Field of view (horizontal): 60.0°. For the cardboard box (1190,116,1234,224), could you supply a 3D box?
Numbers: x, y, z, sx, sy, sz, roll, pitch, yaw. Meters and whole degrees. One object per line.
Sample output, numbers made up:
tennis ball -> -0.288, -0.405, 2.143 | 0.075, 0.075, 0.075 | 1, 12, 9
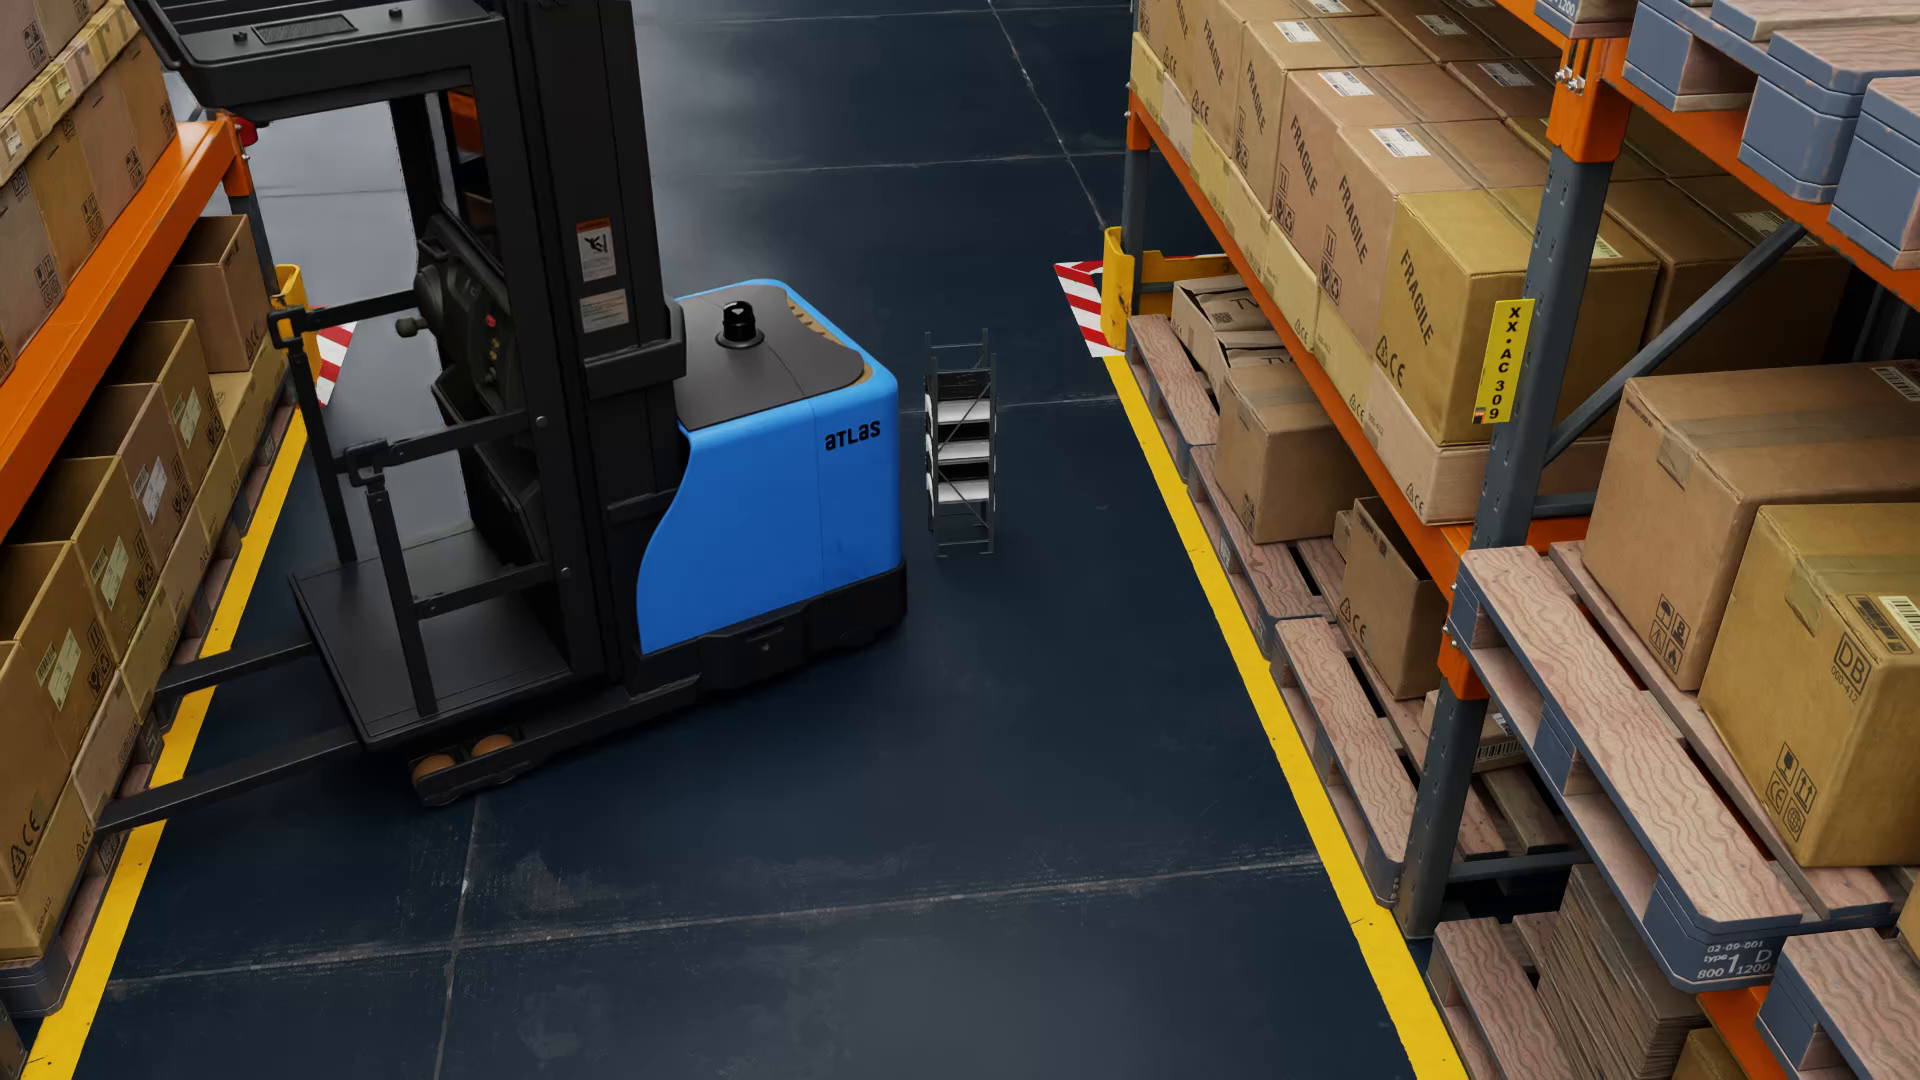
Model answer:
cardboard box -> 1.183, -1.416, 6.279 | 0.500, 0.250, 0.500 | -5, 35, -7

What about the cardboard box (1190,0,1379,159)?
cardboard box -> 1.172, -1.741, 6.090 | 0.500, 0.500, 0.500 | -5, 35, -8

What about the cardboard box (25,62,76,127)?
cardboard box -> -3.244, -1.497, 5.618 | 0.380, 0.149, 0.250 | -3, 34, -5

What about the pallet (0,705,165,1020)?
pallet -> -3.150, 0.976, 5.131 | 1.003, 0.211, 1.213 | -4, 35, -6

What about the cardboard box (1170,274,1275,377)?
cardboard box -> 1.290, -1.017, 7.575 | 0.500, 0.311, 0.500 | -8, 35, -12

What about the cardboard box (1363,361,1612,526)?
cardboard box -> 1.460, -0.295, 4.634 | 0.500, 0.250, 0.500 | -4, 35, -6

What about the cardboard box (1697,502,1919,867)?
cardboard box -> 1.927, 0.269, 3.212 | 0.700, 0.500, 0.500 | -1, 34, -1

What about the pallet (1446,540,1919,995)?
pallet -> 1.782, 0.410, 3.655 | 1.003, 0.211, 1.213 | -4, 35, -6

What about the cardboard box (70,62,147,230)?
cardboard box -> -3.497, -1.449, 6.124 | 0.700, 0.500, 0.500 | -4, 34, -5

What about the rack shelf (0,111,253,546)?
rack shelf -> -3.353, -0.548, 5.530 | 1.077, 0.370, 4.000 | -4, 35, -6

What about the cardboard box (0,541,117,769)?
cardboard box -> -2.911, 0.362, 4.958 | 0.500, 0.500, 0.500 | -4, 35, -6

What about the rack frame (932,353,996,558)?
rack frame -> 0.015, -0.311, 6.407 | 0.240, 0.900, 0.006 | -4, 35, -6

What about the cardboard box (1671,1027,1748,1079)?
cardboard box -> 2.059, 1.438, 3.805 | 0.700, 0.500, 0.500 | -5, 35, -7

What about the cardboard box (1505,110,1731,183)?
cardboard box -> 1.902, -0.930, 4.901 | 0.500, 0.500, 0.500 | -5, 35, -7

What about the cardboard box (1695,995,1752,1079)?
cardboard box -> 2.002, 1.089, 3.651 | 0.500, 0.250, 0.500 | -5, 35, -7

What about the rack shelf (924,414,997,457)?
rack shelf -> 0.001, -0.414, 6.458 | 0.258, 0.077, 0.200 | -4, 35, -6

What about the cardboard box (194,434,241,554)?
cardboard box -> -3.109, -0.165, 6.398 | 0.500, 0.250, 0.500 | -4, 35, -6

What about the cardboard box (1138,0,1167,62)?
cardboard box -> 1.052, -2.306, 6.920 | 0.500, 0.500, 0.500 | -4, 35, -6

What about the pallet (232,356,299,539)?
pallet -> -3.478, -0.386, 7.129 | 1.003, 0.211, 1.213 | -4, 35, -6

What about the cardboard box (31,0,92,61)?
cardboard box -> -3.489, -1.955, 5.715 | 0.700, 0.500, 0.500 | -5, 35, -8

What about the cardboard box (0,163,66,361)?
cardboard box -> -3.361, -0.878, 5.286 | 0.700, 0.500, 0.500 | -3, 34, -5

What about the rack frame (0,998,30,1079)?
rack frame -> -3.084, 0.270, 3.690 | 1.000, 3.000, 0.127 | -4, 35, -6

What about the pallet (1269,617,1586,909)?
pallet -> 1.698, 0.673, 5.575 | 1.003, 0.211, 1.213 | -4, 35, -6

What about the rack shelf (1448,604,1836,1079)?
rack shelf -> 2.093, 1.306, 2.808 | 1.077, 0.370, 4.000 | -4, 35, -6

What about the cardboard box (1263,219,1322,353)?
cardboard box -> 1.318, -0.853, 5.453 | 0.500, 0.250, 0.500 | -5, 35, -7

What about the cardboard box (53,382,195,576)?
cardboard box -> -3.040, -0.196, 5.777 | 0.500, 0.500, 0.500 | -4, 35, -6

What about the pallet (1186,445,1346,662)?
pallet -> 1.531, -0.009, 6.576 | 1.003, 0.211, 1.213 | -4, 35, -6

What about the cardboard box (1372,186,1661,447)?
cardboard box -> 1.454, -0.603, 4.421 | 0.500, 0.500, 0.500 | -4, 35, -6

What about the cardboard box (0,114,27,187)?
cardboard box -> -3.171, -1.207, 5.193 | 0.380, 0.149, 0.250 | -5, 35, -7

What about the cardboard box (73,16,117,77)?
cardboard box -> -3.311, -1.784, 6.039 | 0.380, 0.149, 0.250 | -5, 35, -7

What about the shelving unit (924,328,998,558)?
shelving unit -> 0.001, -0.367, 6.490 | 0.258, 0.900, 0.210 | -4, 35, -6

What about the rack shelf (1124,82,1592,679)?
rack shelf -> 1.555, -0.926, 6.084 | 1.077, 0.370, 4.000 | -4, 35, -6

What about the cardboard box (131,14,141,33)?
cardboard box -> -3.382, -2.072, 6.463 | 0.380, 0.149, 0.250 | -5, 35, -7

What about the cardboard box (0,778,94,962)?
cardboard box -> -2.846, 0.951, 4.759 | 0.500, 0.250, 0.500 | -4, 35, -6

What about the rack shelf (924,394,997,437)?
rack shelf -> 0.001, -0.489, 6.407 | 0.258, 0.077, 0.200 | -4, 35, -6

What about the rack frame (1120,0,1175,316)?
rack frame -> 1.286, -2.339, 7.519 | 1.000, 3.000, 0.127 | -4, 35, -6

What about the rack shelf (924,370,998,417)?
rack shelf -> 0.001, -0.563, 6.357 | 0.258, 0.077, 0.200 | -4, 35, -6

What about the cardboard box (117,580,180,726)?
cardboard box -> -2.971, 0.393, 5.579 | 0.500, 0.250, 0.500 | -4, 35, -6

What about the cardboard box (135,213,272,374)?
cardboard box -> -3.255, -1.032, 7.004 | 0.500, 0.500, 0.500 | -4, 35, -6

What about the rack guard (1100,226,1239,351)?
rack guard -> 1.296, -1.264, 8.160 | 1.175, 0.500, 0.348 | -4, 35, -6

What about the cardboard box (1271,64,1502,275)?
cardboard box -> 1.324, -1.163, 5.243 | 0.500, 0.500, 0.500 | -5, 35, -8

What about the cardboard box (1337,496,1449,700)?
cardboard box -> 1.645, 0.168, 5.669 | 0.500, 0.500, 0.500 | -7, 35, -10

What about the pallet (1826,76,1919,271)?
pallet -> 1.944, -0.338, 2.085 | 1.213, 0.211, 1.003 | -4, 35, -6

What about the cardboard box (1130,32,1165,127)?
cardboard box -> 1.037, -1.989, 7.120 | 0.500, 0.250, 0.500 | -5, 35, -8

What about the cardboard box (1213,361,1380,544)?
cardboard box -> 1.416, -0.364, 6.449 | 0.700, 0.500, 0.500 | -6, 35, -9

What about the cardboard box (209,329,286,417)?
cardboard box -> -3.257, -0.722, 7.215 | 0.500, 0.250, 0.500 | -4, 35, -6

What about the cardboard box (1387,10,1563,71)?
cardboard box -> 1.759, -1.497, 5.733 | 0.500, 0.500, 0.500 | -4, 34, -6

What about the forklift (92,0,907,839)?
forklift -> -1.725, -0.679, 5.144 | 3.031, 2.935, 1.130 | -19, 39, -25
